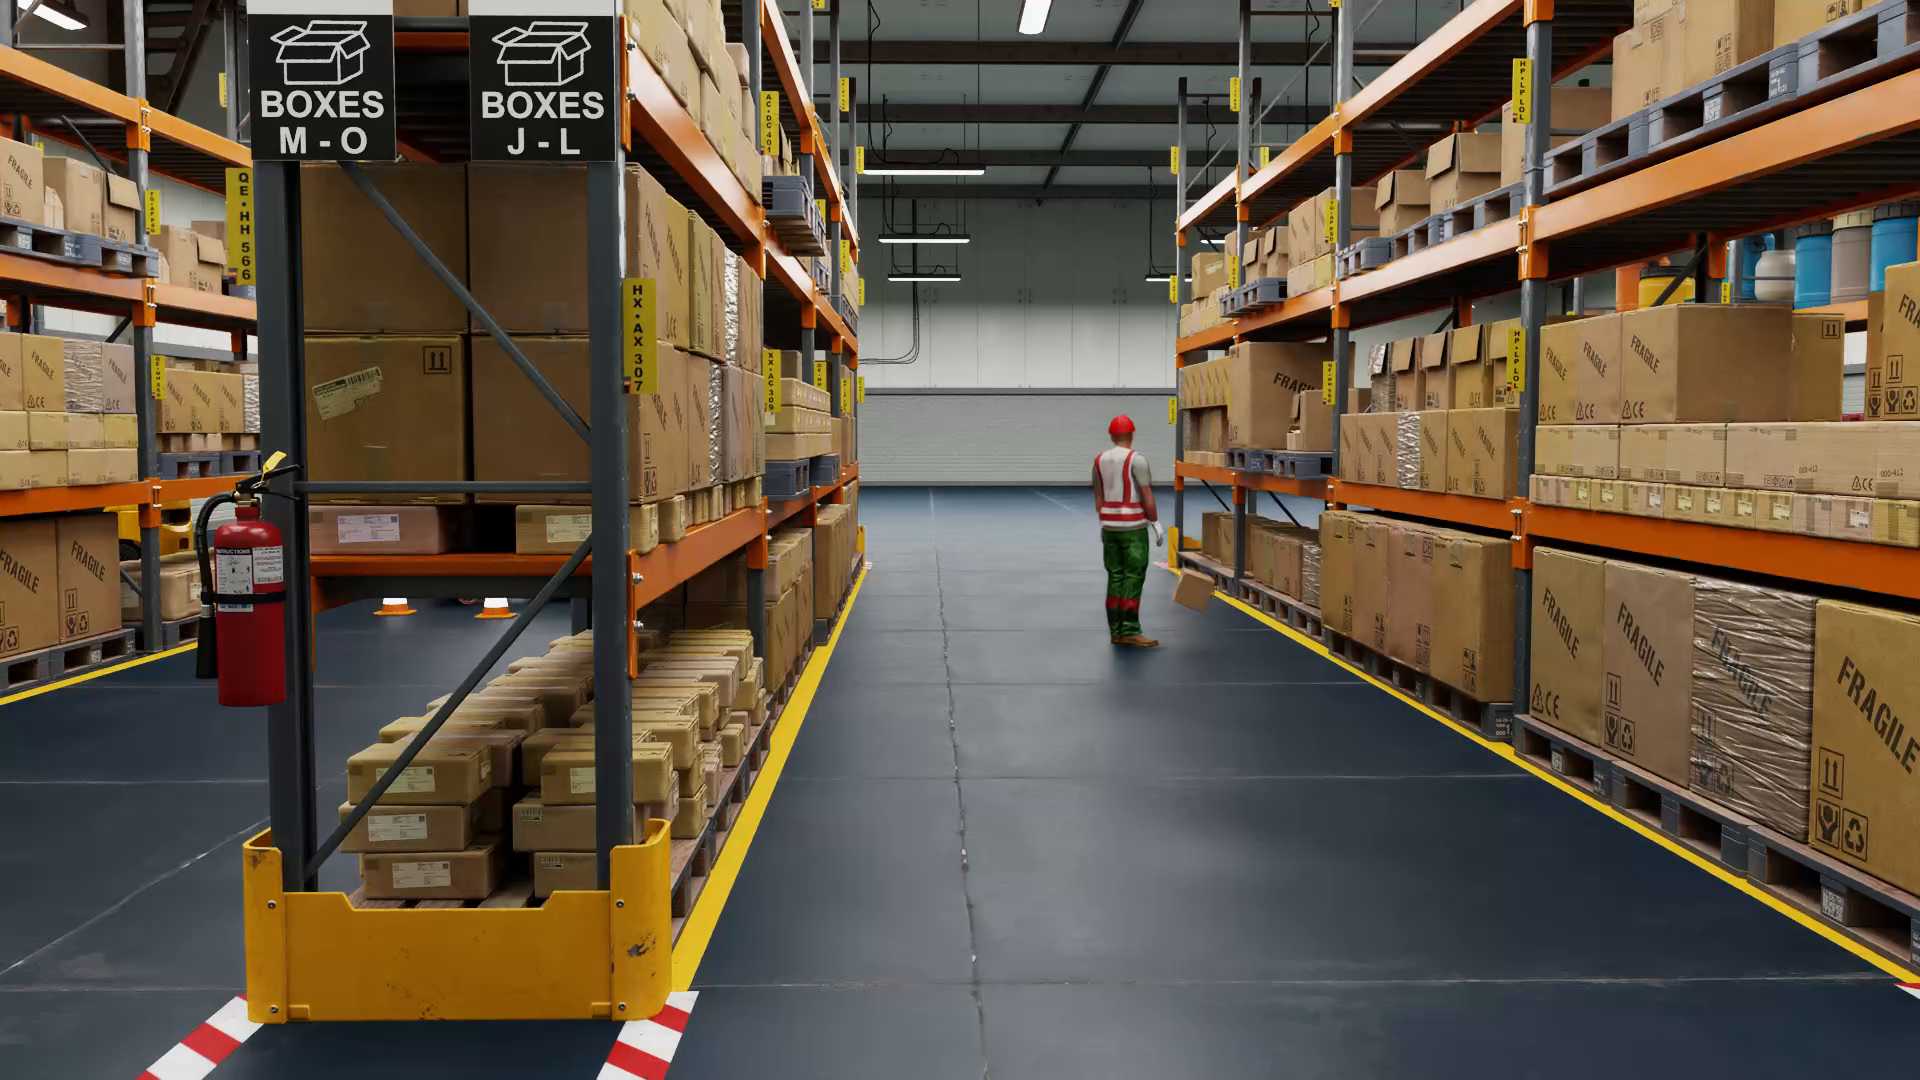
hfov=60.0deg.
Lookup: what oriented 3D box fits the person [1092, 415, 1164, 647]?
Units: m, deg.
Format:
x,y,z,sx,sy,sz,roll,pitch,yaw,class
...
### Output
x,y,z,sx,sy,sz,roll,pitch,yaw,class
1.339,-0.084,13.015,0.395,1.790,0.644,-3,5,-43,person
